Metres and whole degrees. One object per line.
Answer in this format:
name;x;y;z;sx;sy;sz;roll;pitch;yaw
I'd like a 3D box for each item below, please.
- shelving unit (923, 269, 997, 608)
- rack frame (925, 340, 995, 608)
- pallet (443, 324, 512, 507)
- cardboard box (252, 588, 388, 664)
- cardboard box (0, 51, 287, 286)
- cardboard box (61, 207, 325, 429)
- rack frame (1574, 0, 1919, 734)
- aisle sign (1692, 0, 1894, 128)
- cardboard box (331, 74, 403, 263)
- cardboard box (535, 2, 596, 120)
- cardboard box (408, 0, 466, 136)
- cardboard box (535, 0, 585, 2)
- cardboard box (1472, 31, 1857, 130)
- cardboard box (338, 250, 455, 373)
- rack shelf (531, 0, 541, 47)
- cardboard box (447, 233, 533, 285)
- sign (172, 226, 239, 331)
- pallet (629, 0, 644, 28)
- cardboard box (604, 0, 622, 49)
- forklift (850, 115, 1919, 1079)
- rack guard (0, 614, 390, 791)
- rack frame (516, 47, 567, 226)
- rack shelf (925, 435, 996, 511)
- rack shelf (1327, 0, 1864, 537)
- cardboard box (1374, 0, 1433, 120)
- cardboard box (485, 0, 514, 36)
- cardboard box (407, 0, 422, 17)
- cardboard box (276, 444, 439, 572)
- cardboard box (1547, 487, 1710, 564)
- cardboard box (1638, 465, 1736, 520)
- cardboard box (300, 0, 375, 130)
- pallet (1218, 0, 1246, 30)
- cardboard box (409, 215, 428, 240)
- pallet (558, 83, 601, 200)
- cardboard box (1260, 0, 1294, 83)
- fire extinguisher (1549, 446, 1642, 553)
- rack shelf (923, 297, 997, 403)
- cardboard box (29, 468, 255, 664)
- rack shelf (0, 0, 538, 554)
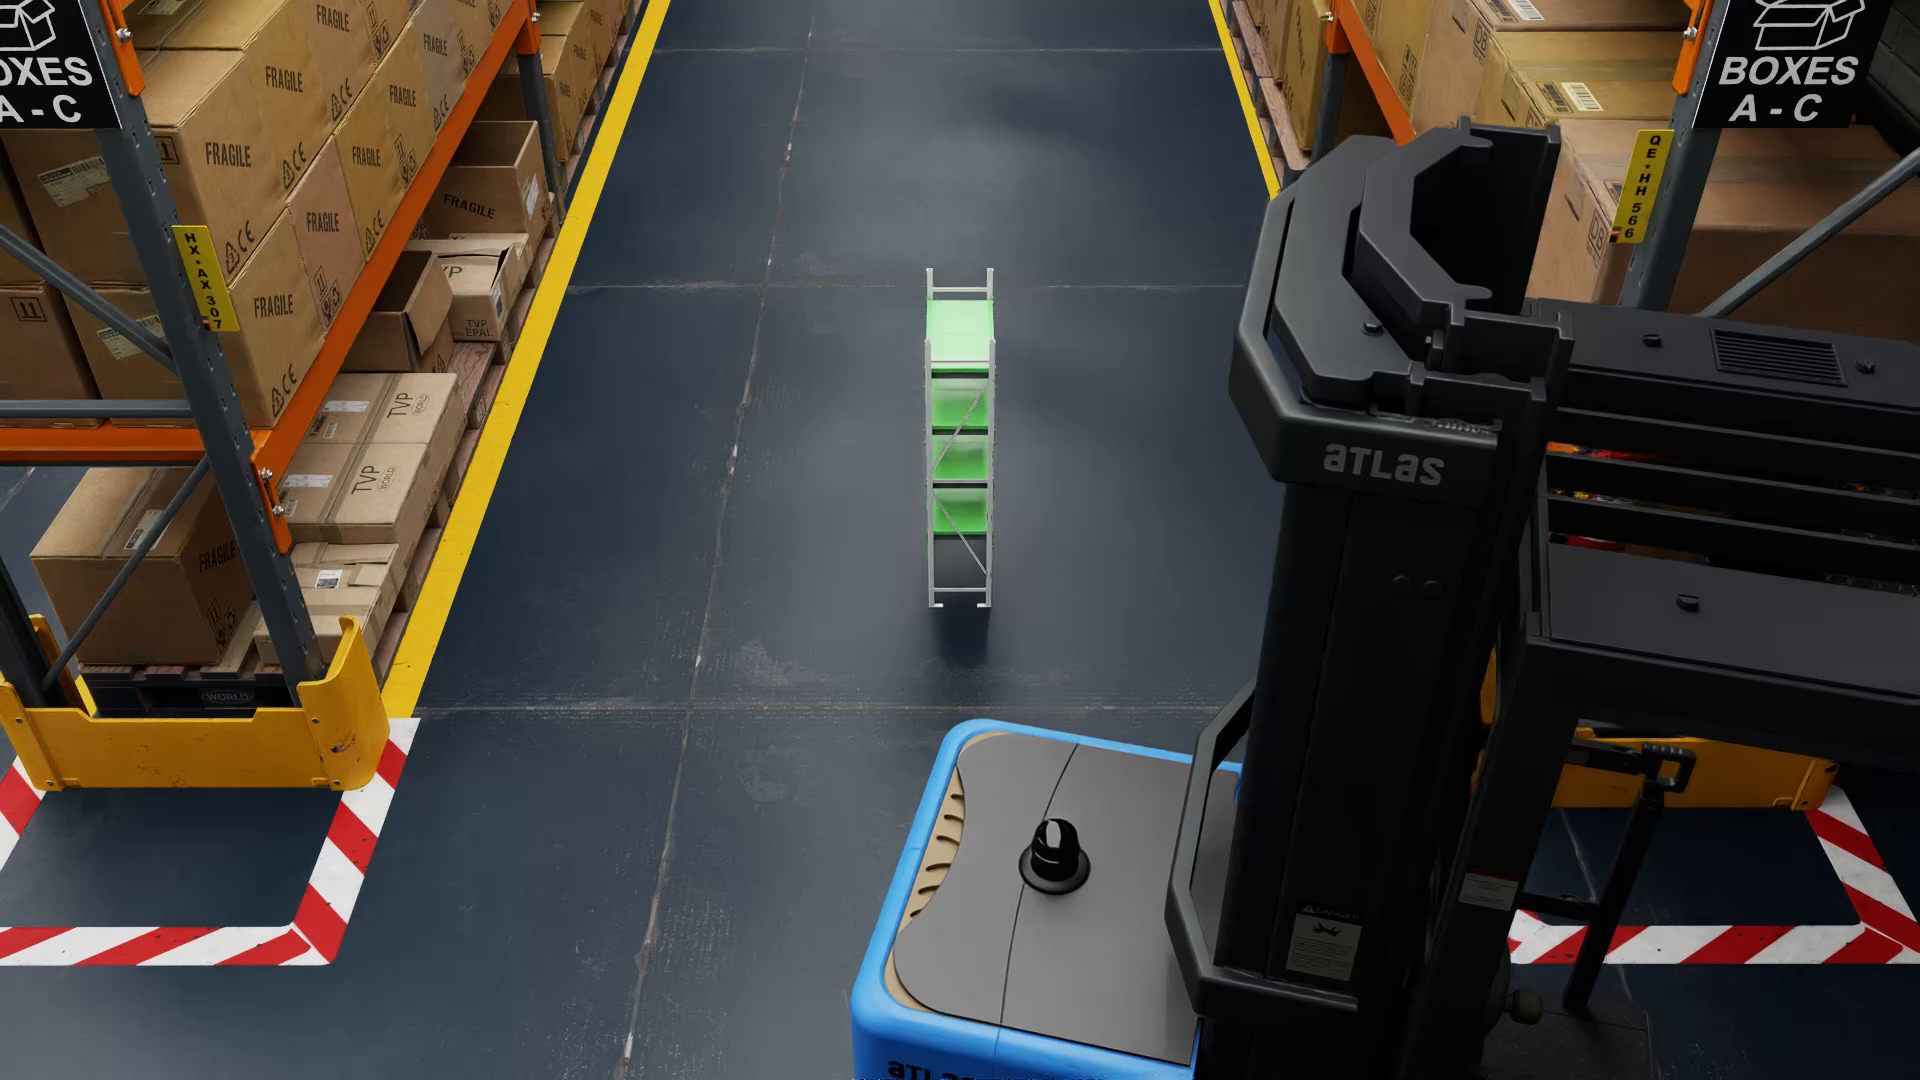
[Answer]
shelving unit;0.000;-0.365;6.246;0.258;1.200;0.503;0;39;0
rack frame;0.000;-0.212;6.055;0.240;1.200;0.015;0;39;0
pallet;-2.607;-0.592;7.321;1.003;0.211;1.213;0;39;0
cardboard box;-2.264;0.305;5.898;0.380;0.149;0.250;0;39;0
cardboard box;-2.344;-1.080;4.820;0.500;0.500;0.500;1;39;1
cardboard box;-2.344;-0.690;5.133;0.500;0.500;0.500;1;39;1
rack frame;2.347;-0.379;4.825;1.000;3.000;0.127;0;39;0
aisle sign;2.047;-1.349;3.955;0.394;0.787;0.004;0;39;0
cardboard box;-2.347;-1.327;5.927;0.500;0.500;0.500;0;39;0
cardboard box;-2.380;-2.707;9.377;0.500;0.500;0.500;0;39;1
cardboard box;-2.350;-1.958;6.715;0.500;0.500;0.500;1;39;1
cardboard box;-2.370;-3.292;9.506;0.500;0.250;0.500;0;39;0
cardboard box;2.324;-1.270;5.697;0.980;0.700;0.700;0;39;0
cardboard box;-2.604;-0.898;7.116;0.797;0.503;0.637;0;39;0
rack shelf;-2.614;-3.845;9.724;1.077;0.370;4.000;0;39;0
cardboard box;-2.267;-1.344;7.956;0.380;0.149;0.250;0;39;0
sign;-2.064;-0.712;4.547;0.100;0.325;0.005;0;39;0
pallet;-2.653;-3.821;11.350;1.003;0.211;1.213;0;39;0
cardboard box;-2.373;-3.336;10.161;0.500;0.500;0.500;-1;39;-2
forklift;1.310;0.676;3.562;3.031;2.935;1.130;9;40;11
rack guard;-2.607;0.554;5.658;1.175;0.500;0.348;0;39;0
rack frame;-2.612;-2.875;7.939;1.000;3.000;0.127;0;39;0
rack shelf;0.000;-0.315;6.286;0.258;0.148;0.480;0;39;0
rack shelf;2.344;-1.349;6.610;1.077;0.370;4.000;0;39;0
cardboard box;2.322;-2.202;6.859;0.980;0.700;0.700;-1;39;-1
cardboard box;-2.354;-2.602;7.518;0.500;0.500;0.500;1;39;1
cardboard box;-2.348;-2.353;6.408;0.500;0.500;0.500;0;39;0
cardboard box;-2.324;-0.125;6.354;0.500;0.250;0.500;0;39;0
cardboard box;2.246;-0.006;6.021;0.700;0.500;0.500;0;39;0
cardboard box;2.446;-0.181;5.721;0.380;0.149;0.250;0;39;0
cardboard box;-2.348;-1.720;5.618;0.500;0.500;0.500;0;39;1
pallet;2.263;-3.801;11.324;1.003;0.211;1.213;0;39;0
cardboard box;-2.827;-1.735;8.314;0.500;0.311;0.500;0;39;0
pallet;-2.650;-2.295;9.446;1.003;0.211;1.213;0;39;0
cardboard box;2.207;-3.168;9.688;0.750;0.750;0.750;1;39;1
fire extinguisher;1.885;-0.109;4.848;0.296;0.674;0.183;0;39;0
rack shelf;0.000;-0.689;5.985;0.258;0.148;0.480;0;39;0
cardboard box;-2.854;0.090;5.886;0.500;0.500;0.500;0;39;0
rack shelf;-2.609;-1.344;6.603;1.077;0.370;4.000;0;39;0
